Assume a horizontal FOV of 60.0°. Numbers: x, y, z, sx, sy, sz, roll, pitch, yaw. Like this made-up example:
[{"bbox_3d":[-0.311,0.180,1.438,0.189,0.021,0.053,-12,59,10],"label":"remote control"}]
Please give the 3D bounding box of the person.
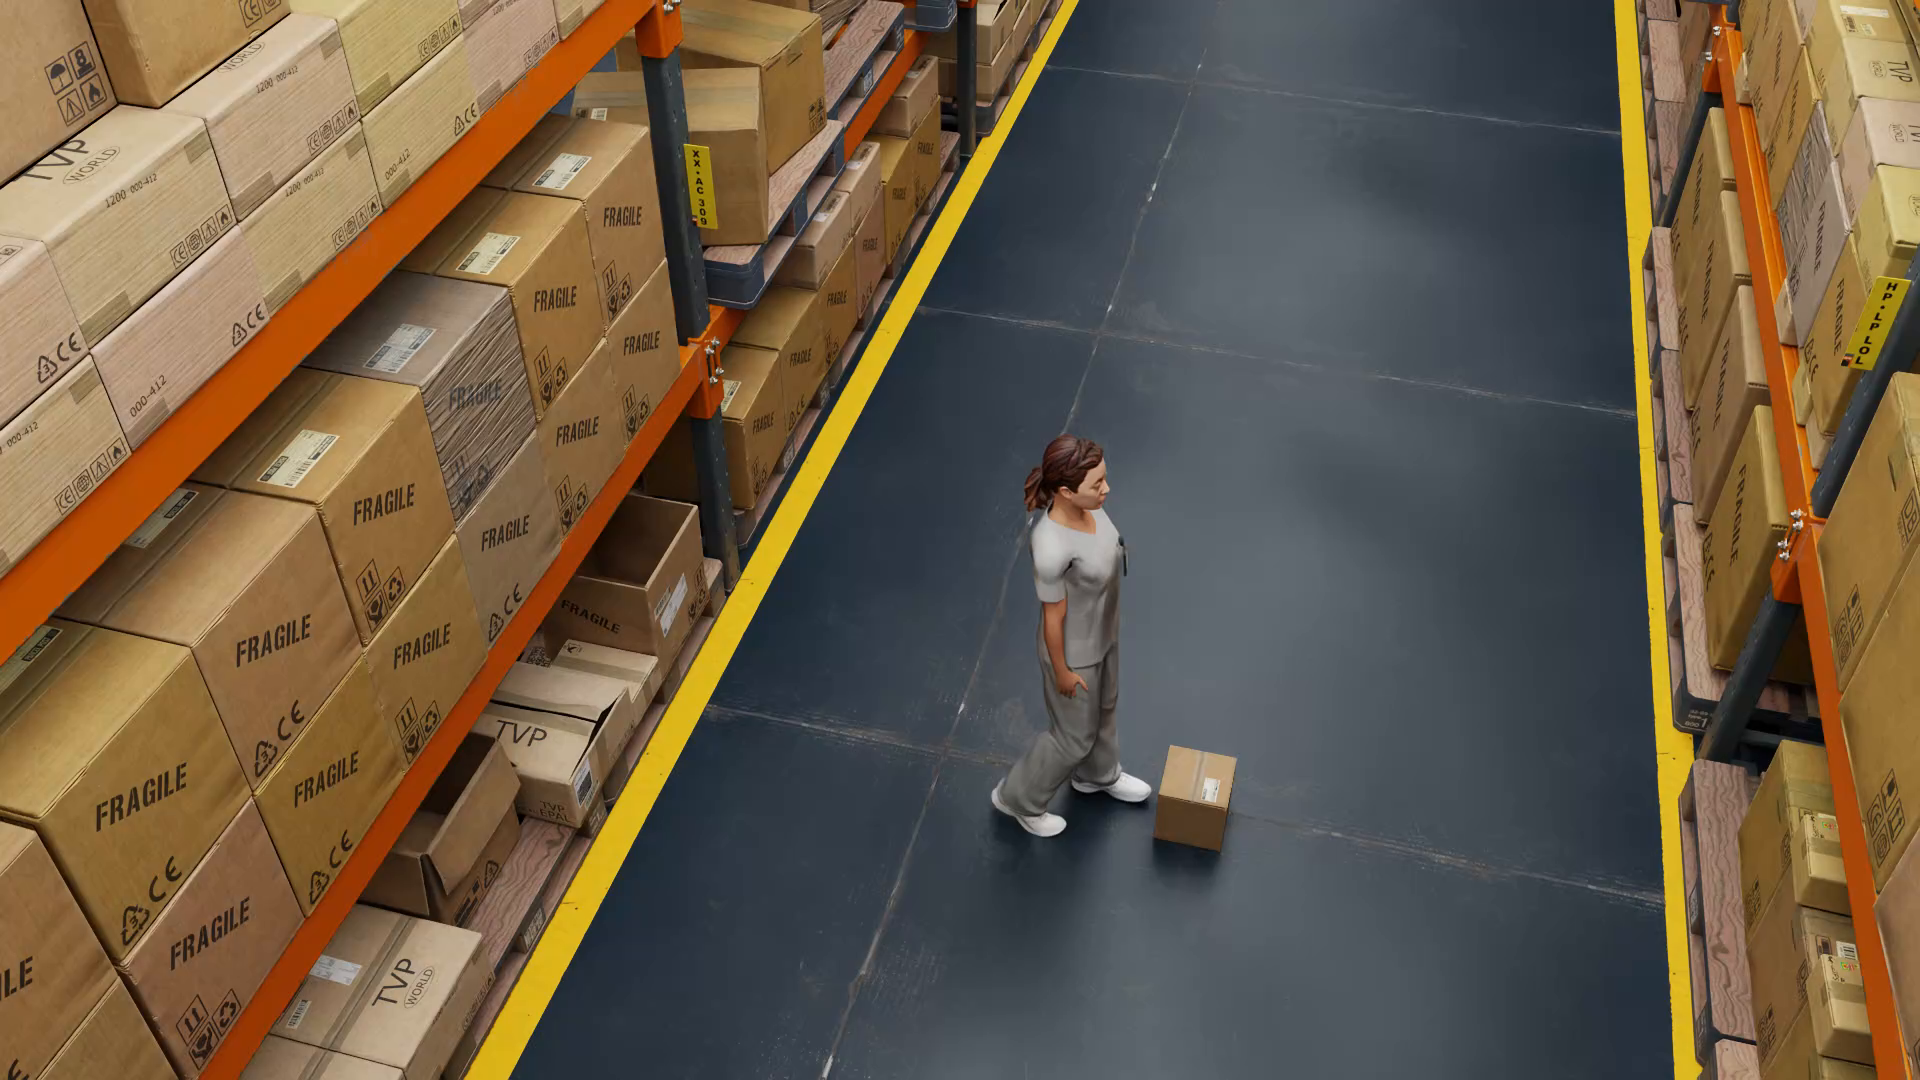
[{"bbox_3d":[0.434,0.352,5.760,0.540,1.680,0.487,15,43,17],"label":"person"}]
